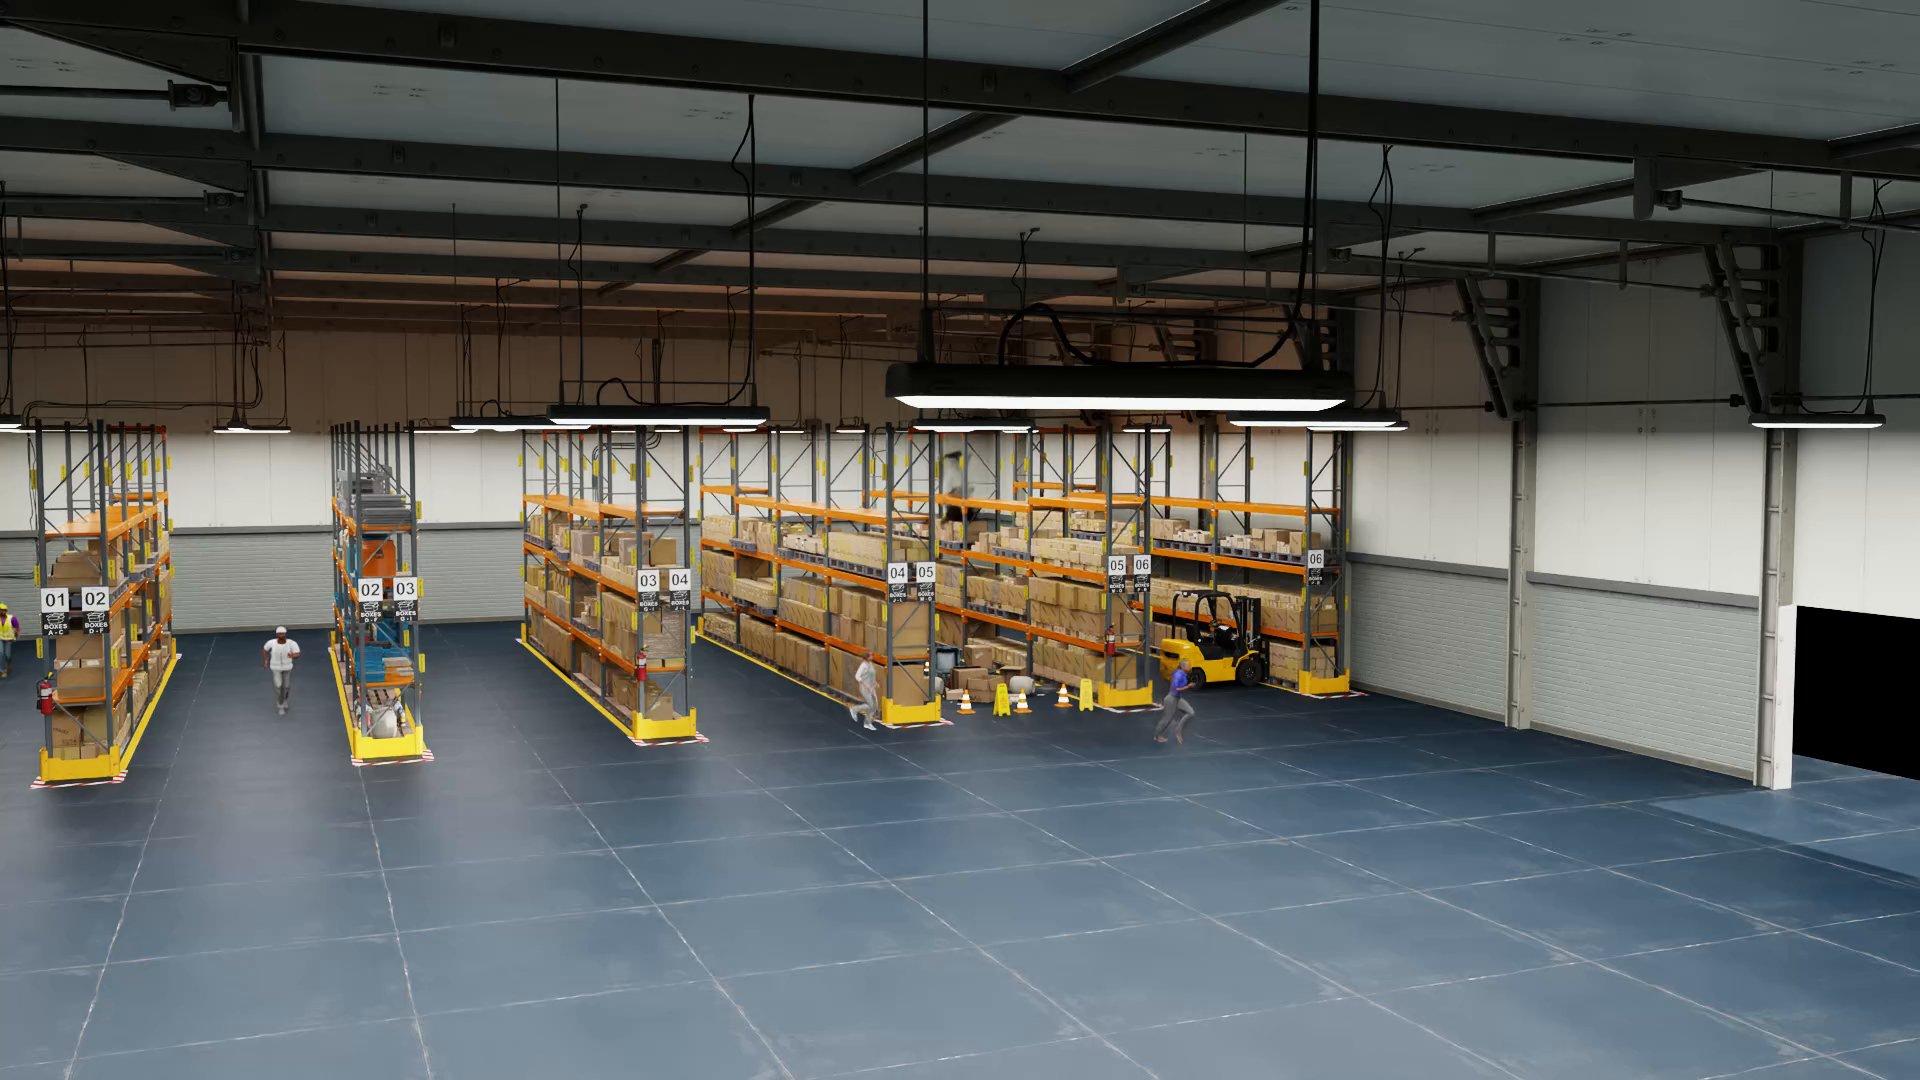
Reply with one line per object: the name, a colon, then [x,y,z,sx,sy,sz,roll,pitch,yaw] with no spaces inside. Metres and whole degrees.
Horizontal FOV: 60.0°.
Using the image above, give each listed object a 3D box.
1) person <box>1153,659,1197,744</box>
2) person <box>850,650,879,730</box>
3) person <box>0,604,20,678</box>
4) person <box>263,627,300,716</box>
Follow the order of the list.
person: [3.985,2.985,30.762,0.868,1.590,0.557,2,4,31]
person: [-1.869,2.928,32.533,0.549,1.567,0.547,2,4,24]
person: [-22.830,2.384,39.692,0.681,1.738,0.852,-2,4,-29]
person: [-13.986,2.675,34.311,0.684,1.800,0.911,-2,4,-27]
